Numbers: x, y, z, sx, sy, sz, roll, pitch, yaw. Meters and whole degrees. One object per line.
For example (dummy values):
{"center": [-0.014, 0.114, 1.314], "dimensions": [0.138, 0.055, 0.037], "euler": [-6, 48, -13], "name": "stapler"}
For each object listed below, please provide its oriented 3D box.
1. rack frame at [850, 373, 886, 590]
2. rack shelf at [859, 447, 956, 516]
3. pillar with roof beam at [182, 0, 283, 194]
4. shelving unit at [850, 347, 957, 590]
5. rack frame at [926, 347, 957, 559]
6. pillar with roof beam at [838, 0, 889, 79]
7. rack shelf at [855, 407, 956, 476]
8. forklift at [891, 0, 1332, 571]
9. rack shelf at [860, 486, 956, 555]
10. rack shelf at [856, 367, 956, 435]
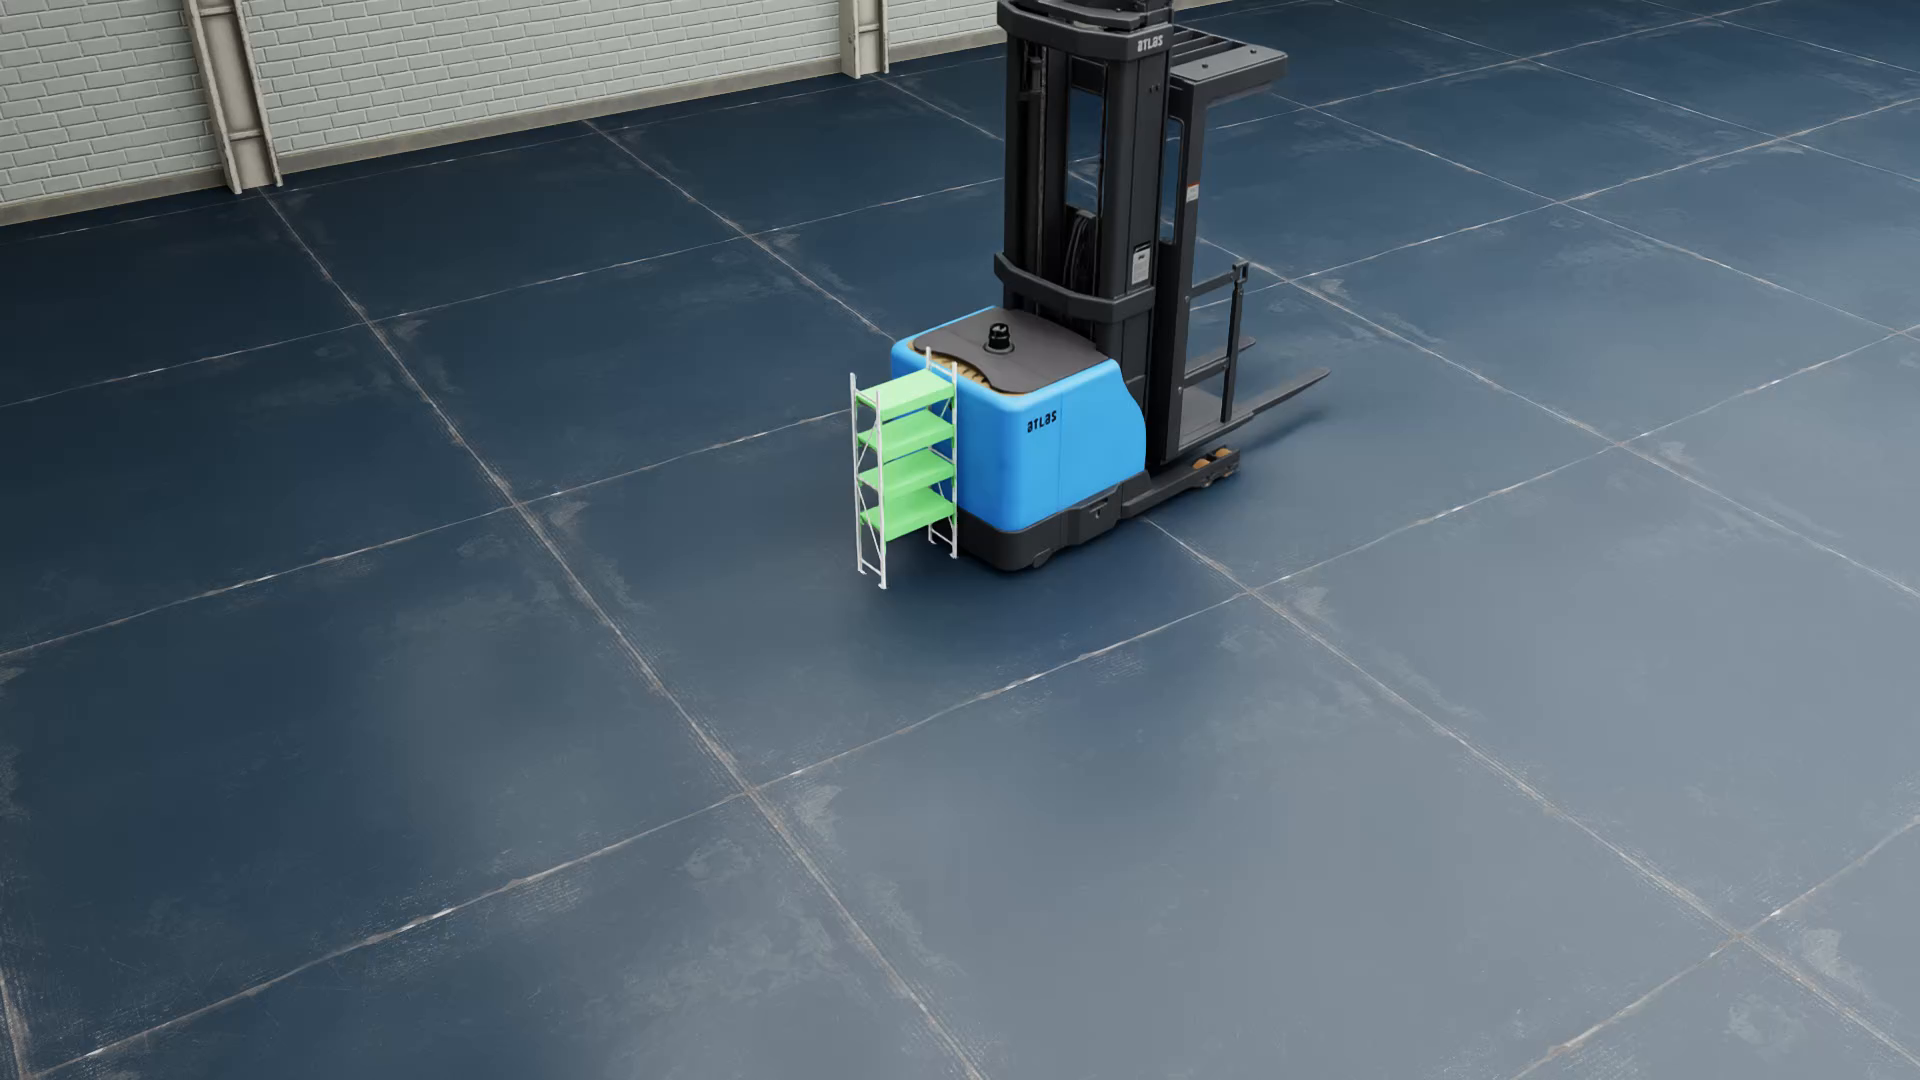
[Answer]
{"center": [-0.479, -0.291, 8.708], "dimensions": [0.015, 1.200, 0.240], "euler": [-23, 39, -32], "name": "rack frame"}
{"center": [-0.288, -0.318, 8.871], "dimensions": [0.480, 0.148, 0.258], "euler": [-23, 39, -32], "name": "rack shelf"}
{"center": [-3.678, -4.908, 8.717], "dimensions": [0.400, 9.000, 9.100], "euler": [-19, 37, -27], "name": "pillar with roof beam"}
{"center": [-0.288, -0.372, 8.837], "dimensions": [0.503, 1.200, 0.258], "euler": [-23, 39, -32], "name": "shelving unit"}
{"center": [-0.097, -0.453, 8.966], "dimensions": [0.015, 1.200, 0.240], "euler": [-23, 39, -32], "name": "rack frame"}
{"center": [1.365, -6.642, 11.466], "dimensions": [0.400, 9.000, 9.100], "euler": [-19, 37, -27], "name": "pillar with roof beam"}
{"center": [-0.288, -0.521, 8.743], "dimensions": [0.480, 0.148, 0.258], "euler": [-23, 39, -32], "name": "rack shelf"}
{"center": [1.041, -1.737, 9.378], "dimensions": [3.031, 2.935, 1.130], "euler": [-26, 40, -34], "name": "forklift"}
{"center": [-0.288, -0.115, 8.999], "dimensions": [0.480, 0.148, 0.258], "euler": [-23, 39, -32], "name": "rack shelf"}
{"center": [-0.288, -0.724, 8.615], "dimensions": [0.480, 0.148, 0.258], "euler": [-23, 39, -32], "name": "rack shelf"}
